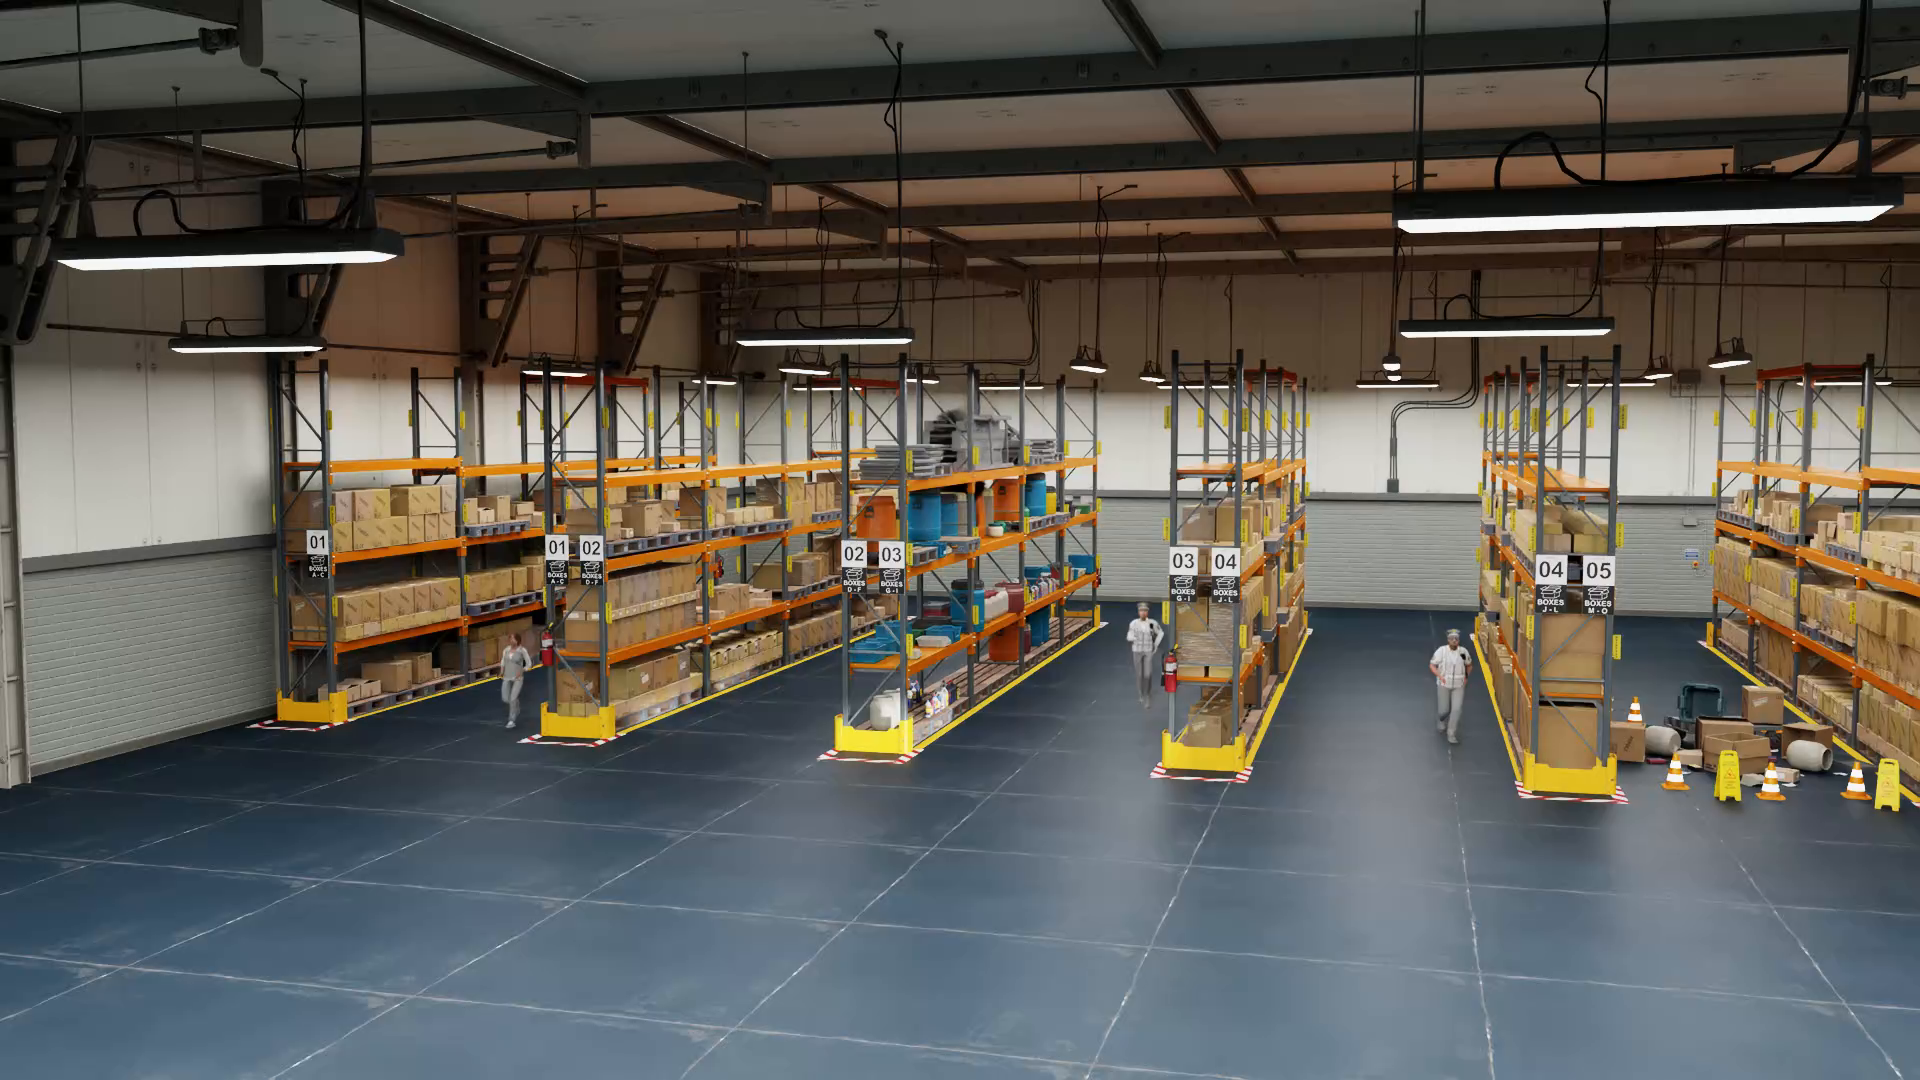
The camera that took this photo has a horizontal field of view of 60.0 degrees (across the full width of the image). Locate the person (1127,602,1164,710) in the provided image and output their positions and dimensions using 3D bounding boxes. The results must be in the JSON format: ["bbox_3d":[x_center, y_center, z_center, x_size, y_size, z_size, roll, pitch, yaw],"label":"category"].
[{"bbox_3d":[3.047,1.914,27.505,0.593,1.772,0.637,1,4,12],"label":"person"}]

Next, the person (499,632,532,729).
[{"bbox_3d":[-7.272,2.280,27.186,0.529,1.548,0.587,1,4,7],"label":"person"}]

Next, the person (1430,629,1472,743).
[{"bbox_3d":[7.688,2.253,26.012,0.660,1.755,0.772,0,4,6],"label":"person"}]
